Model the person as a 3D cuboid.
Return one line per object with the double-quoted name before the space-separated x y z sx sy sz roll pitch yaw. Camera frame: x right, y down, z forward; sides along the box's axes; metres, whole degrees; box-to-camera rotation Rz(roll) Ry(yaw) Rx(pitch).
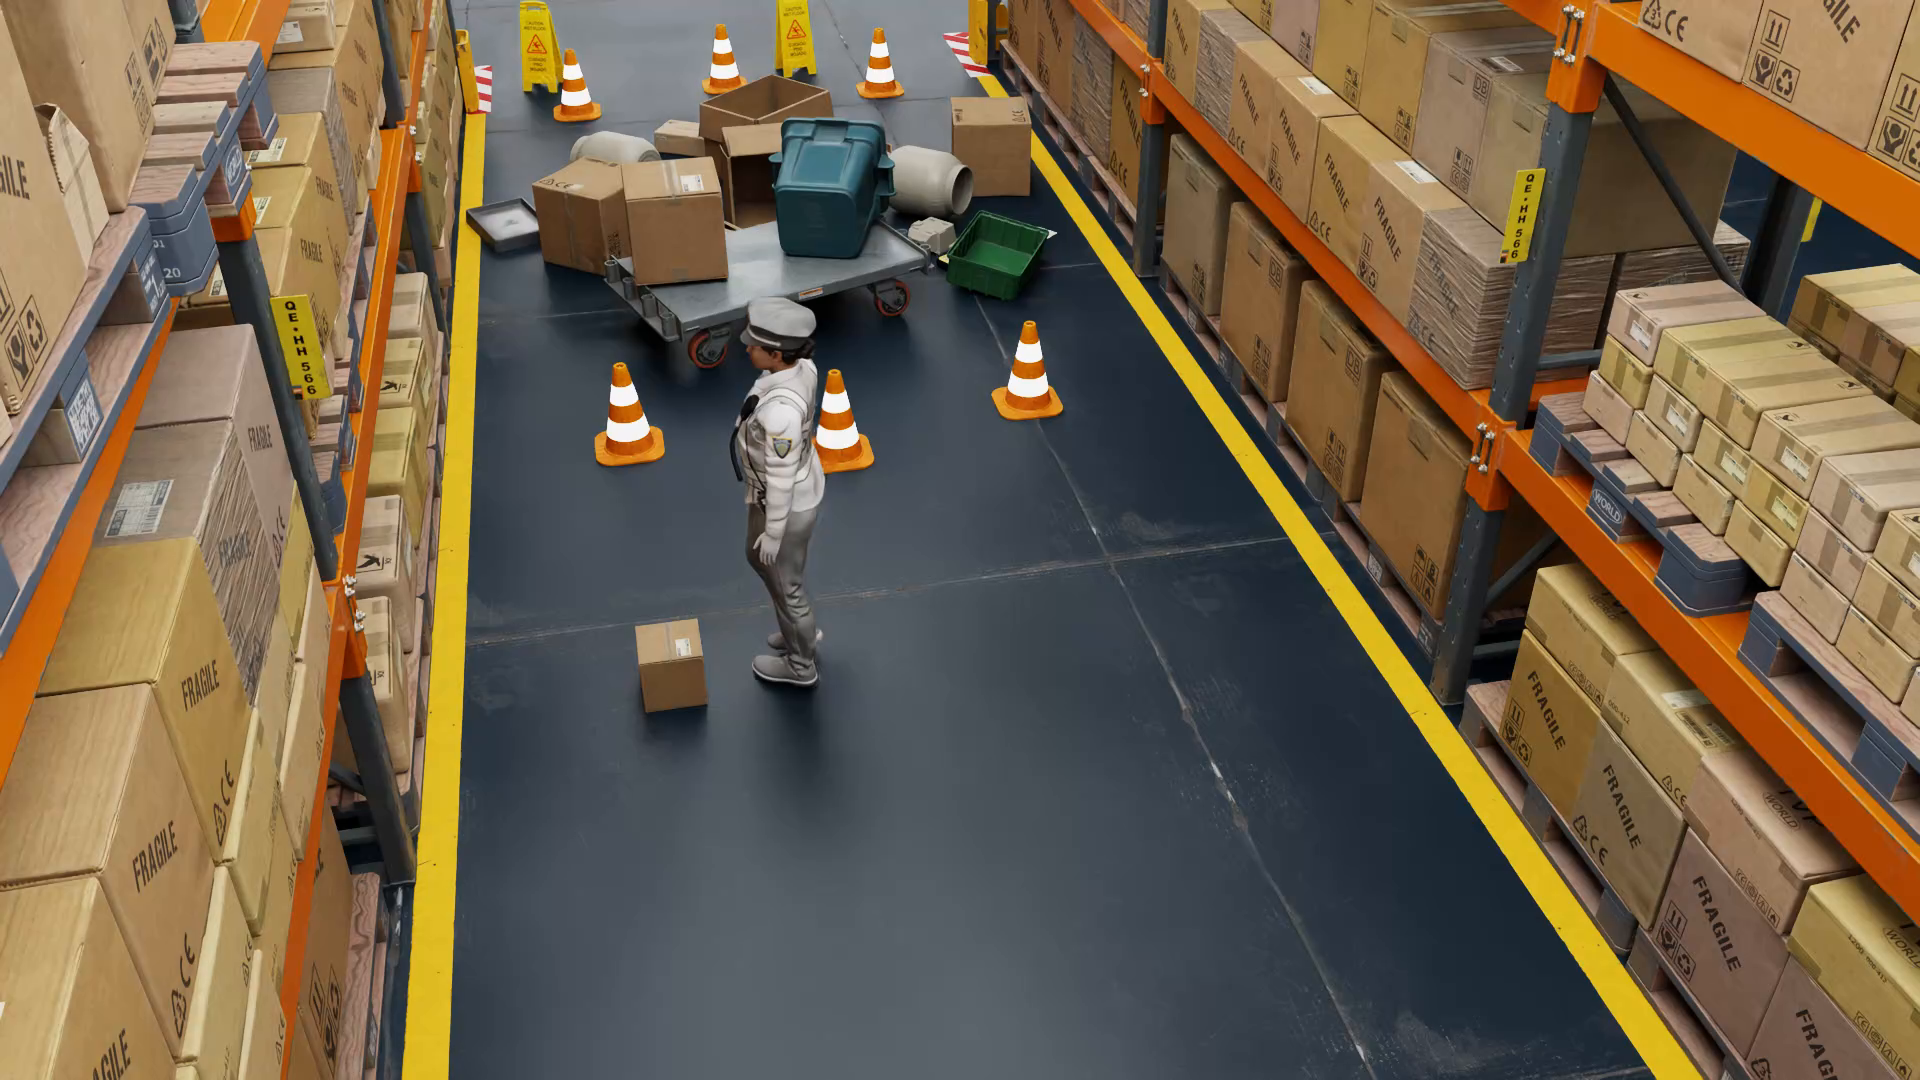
"person" -0.687 -0.137 6.338 0.364 1.712 0.505 2 35 2
